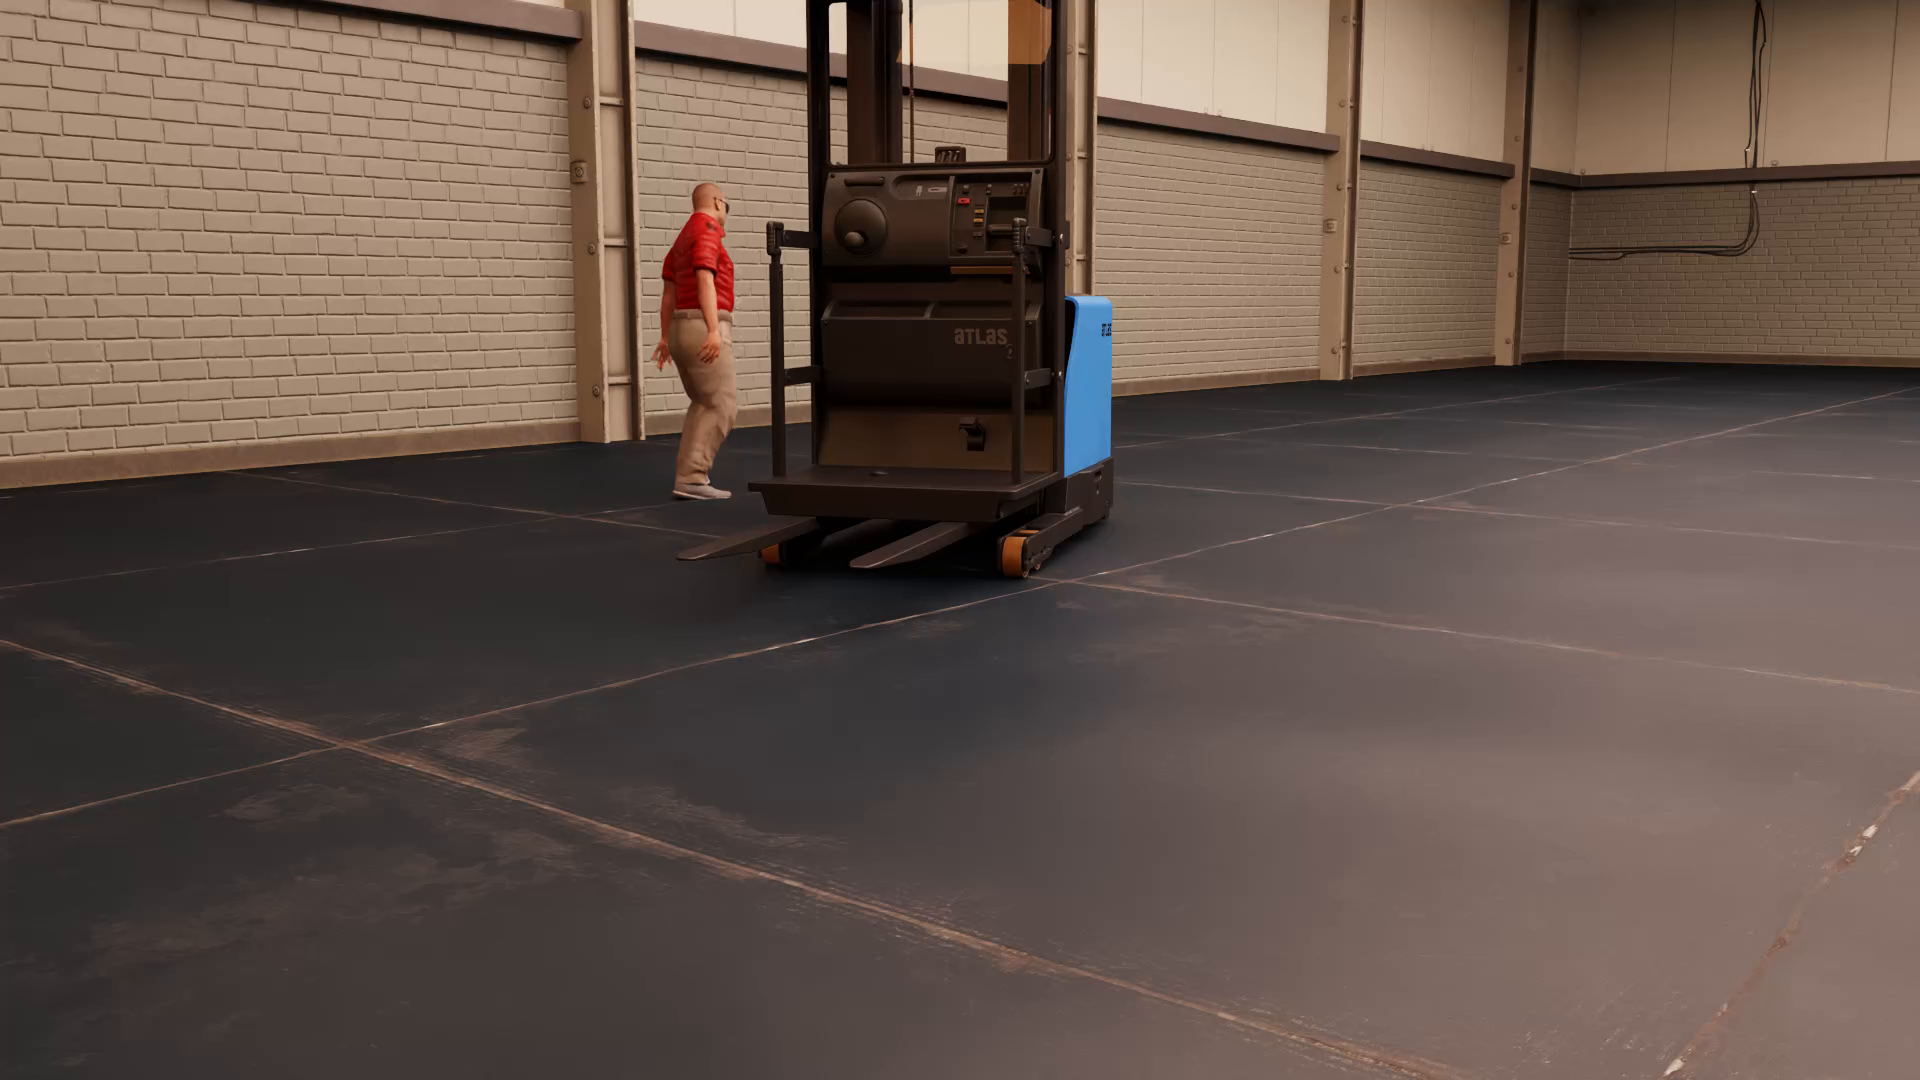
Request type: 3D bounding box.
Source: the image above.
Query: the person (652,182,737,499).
[{"bbox_3d":[-1.417,-1.071,8.992,0.420,1.703,0.878,-4,9,-27],"label":"person"}]

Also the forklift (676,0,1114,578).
[{"bbox_3d":[-0.176,-1.366,6.616,1.130,2.935,3.031,3,9,17],"label":"forklift"}]
